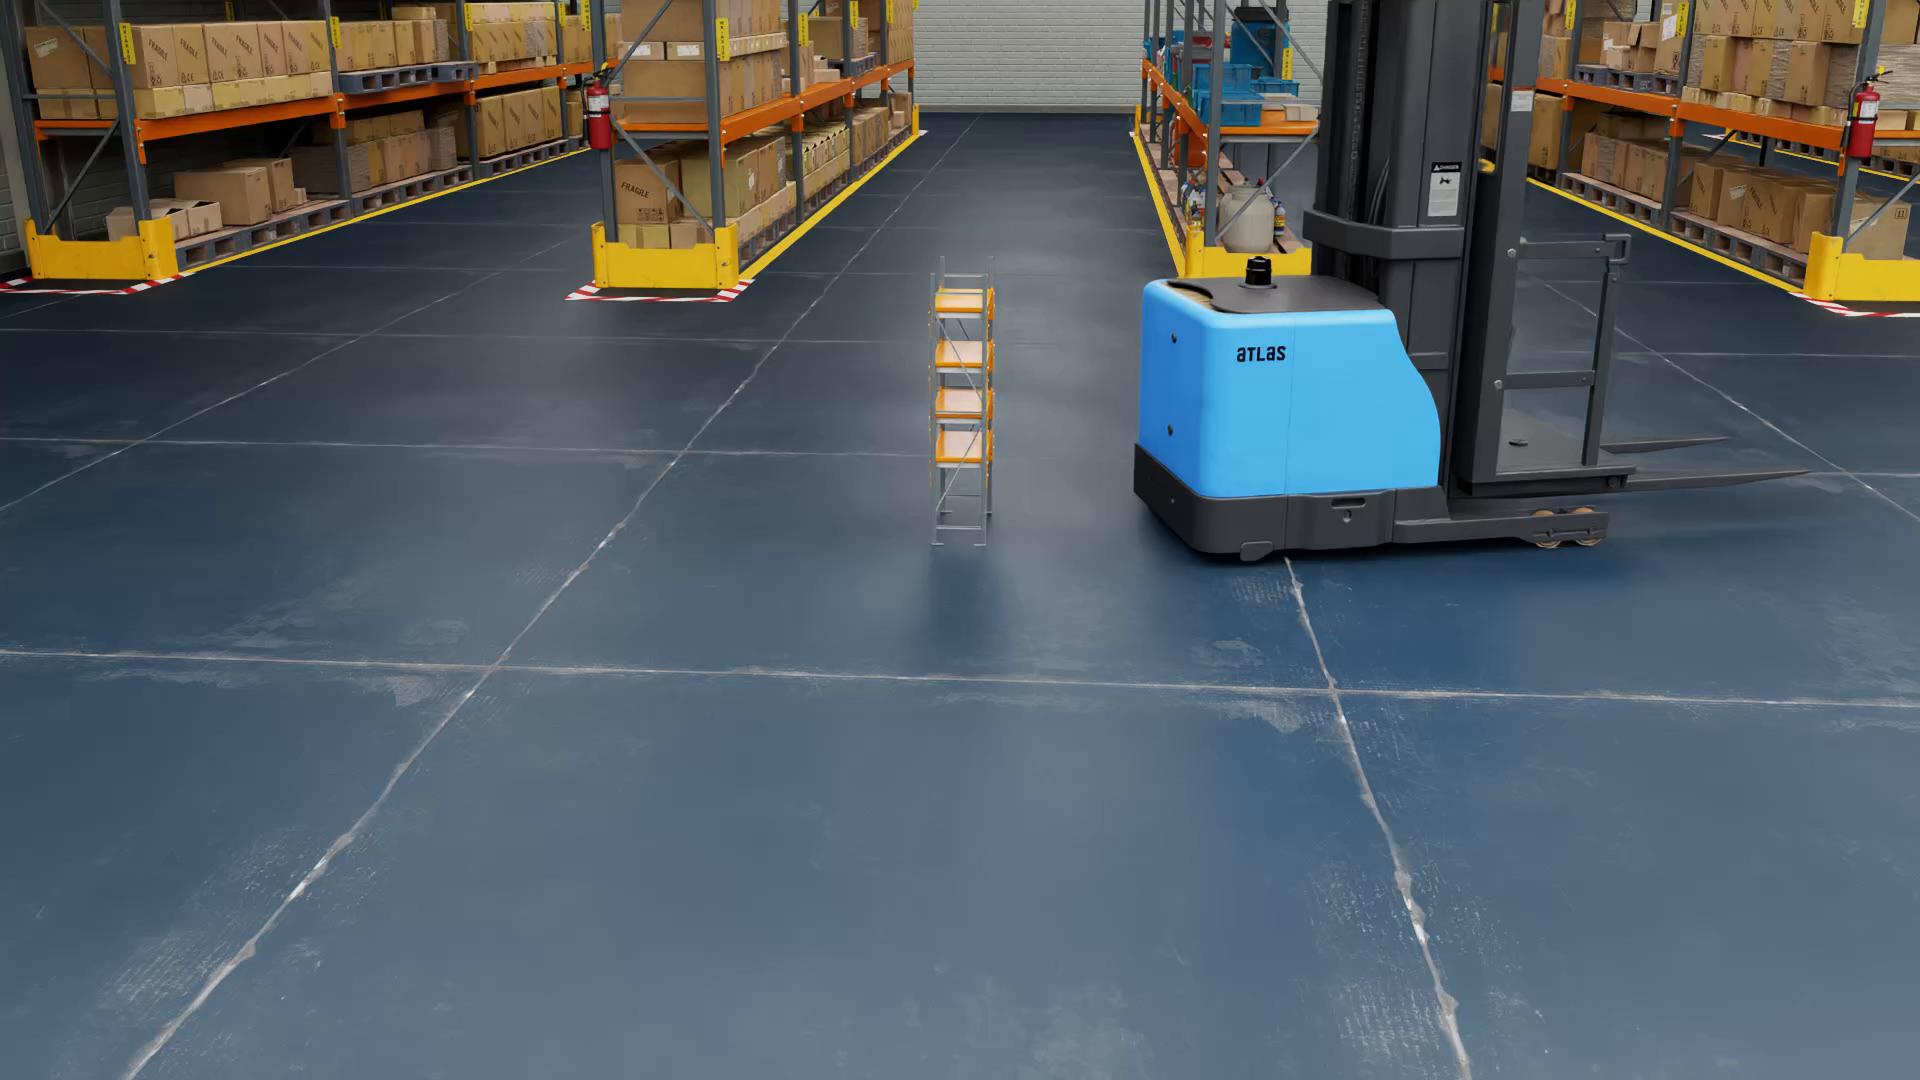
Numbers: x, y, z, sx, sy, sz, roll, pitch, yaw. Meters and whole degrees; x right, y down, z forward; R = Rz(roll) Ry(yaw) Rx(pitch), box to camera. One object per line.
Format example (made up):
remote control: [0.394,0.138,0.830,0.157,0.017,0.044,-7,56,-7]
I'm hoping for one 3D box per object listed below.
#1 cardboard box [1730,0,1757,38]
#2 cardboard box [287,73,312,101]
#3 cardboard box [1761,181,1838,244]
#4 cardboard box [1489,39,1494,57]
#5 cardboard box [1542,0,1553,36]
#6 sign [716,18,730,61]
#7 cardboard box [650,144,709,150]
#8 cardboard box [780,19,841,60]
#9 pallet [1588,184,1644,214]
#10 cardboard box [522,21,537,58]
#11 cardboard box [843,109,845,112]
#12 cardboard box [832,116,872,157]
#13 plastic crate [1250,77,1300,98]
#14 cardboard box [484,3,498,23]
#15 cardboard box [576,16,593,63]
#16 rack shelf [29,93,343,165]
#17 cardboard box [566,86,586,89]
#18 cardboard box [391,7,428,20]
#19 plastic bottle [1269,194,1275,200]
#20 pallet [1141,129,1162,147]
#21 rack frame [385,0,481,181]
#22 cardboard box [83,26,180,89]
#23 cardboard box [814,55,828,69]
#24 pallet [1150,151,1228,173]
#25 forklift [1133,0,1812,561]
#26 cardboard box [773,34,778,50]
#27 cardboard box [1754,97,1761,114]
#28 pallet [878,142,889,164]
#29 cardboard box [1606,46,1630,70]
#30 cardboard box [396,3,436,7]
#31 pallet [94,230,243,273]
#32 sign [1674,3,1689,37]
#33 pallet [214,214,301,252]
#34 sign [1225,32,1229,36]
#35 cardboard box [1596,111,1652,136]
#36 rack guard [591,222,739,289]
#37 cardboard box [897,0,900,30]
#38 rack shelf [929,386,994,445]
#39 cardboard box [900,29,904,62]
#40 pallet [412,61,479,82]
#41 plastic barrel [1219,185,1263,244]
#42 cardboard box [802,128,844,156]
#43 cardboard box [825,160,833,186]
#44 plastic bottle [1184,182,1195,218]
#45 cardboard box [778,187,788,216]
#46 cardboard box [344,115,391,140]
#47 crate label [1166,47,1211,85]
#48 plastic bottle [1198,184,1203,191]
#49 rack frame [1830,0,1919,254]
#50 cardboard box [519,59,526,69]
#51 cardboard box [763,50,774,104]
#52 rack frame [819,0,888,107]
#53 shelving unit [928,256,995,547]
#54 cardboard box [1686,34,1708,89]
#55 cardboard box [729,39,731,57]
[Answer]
cardboard box: [7.356,-4.816,15.060,0.500,0.500,0.500,1,18,4]
cardboard box: [-6.885,-4.558,16.726,0.500,0.250,0.500,1,18,4]
cardboard box: [7.559,-2.940,14.919,0.500,0.500,0.500,3,18,9]
cardboard box: [8.056,-7.294,24.630,0.500,0.250,0.500,1,18,3]
cardboard box: [8.158,-7.001,22.199,0.797,0.503,0.637,2,18,6]
sign: [-1.902,-4.011,13.331,0.100,0.325,0.005,1,18,4]
cardboard box: [-2.619,-3.465,15.719,0.500,0.500,0.500,1,18,4]
cardboard box: [-1.949,-6.507,21.628,0.700,0.500,0.500,-5,19,-15]
pallet: [7.851,-3.893,18.966,1.003,0.211,1.213,1,18,4]
cardboard box: [-6.389,-7.148,23.750,0.500,0.500,0.500,1,18,4]
cardboard box: [-1.900,-6.014,24.268,0.500,0.500,0.500,2,18,5]
cardboard box: [-1.491,-5.536,22.808,0.500,0.500,0.500,1,18,3]
plastic crate: [2.963,-4.287,15.927,0.499,0.251,0.616,1,18,4]
cardboard box: [-6.495,-7.028,22.179,0.500,0.250,0.500,1,18,3]
cardboard box: [-6.423,-7.950,26.387,0.980,0.700,0.700,1,18,3]
rack shelf: [-7.253,-3.965,15.863,1.077,0.370,4.000,1,18,4]
cardboard box: [-6.462,-7.485,27.747,0.380,0.149,0.250,2,18,5]
cardboard box: [-6.826,-6.528,20.618,0.380,0.149,0.250,-2,18,-5]
plastic bottle: [2.961,-3.205,16.056,0.152,0.276,0.135,2,18,5]
pallet: [3.444,-6.476,26.848,1.003,0.211,1.213,1,18,4]
rack frame: [-6.823,-6.171,21.438,1.000,3.000,0.127,1,18,4]
cardboard box: [-7.062,-4.122,14.191,0.500,0.500,0.500,1,18,4]
cardboard box: [-1.951,-5.907,20.776,0.500,0.311,0.500,2,18,7]
pallet: [3.164,-5.248,23.101,1.003,0.211,1.213,1,18,4]
forklift: [2.392,-1.512,7.330,3.031,2.935,1.130,-4,18,-11]
cardboard box: [-2.010,-4.927,16.441,0.380,0.149,0.250,1,18,2]
cardboard box: [7.330,-3.872,14.827,0.380,0.149,0.250,1,18,4]
pallet: [-1.616,-5.725,24.556,1.003,0.211,1.213,1,18,4]
cardboard box: [7.649,-5.452,18.811,0.500,0.250,0.500,1,18,2]
cardboard box: [-7.049,-6.872,21.704,0.500,0.250,0.500,2,18,5]
pallet: [-7.297,-2.636,15.129,1.003,0.211,1.213,1,18,4]
sign: [7.158,-5.158,16.488,0.100,0.325,0.005,1,18,4]
pallet: [-7.207,-3.014,16.282,1.003,0.211,1.213,1,18,4]
sign: [3.894,-7.311,24.472,0.100,0.325,0.005,1,18,4]
cardboard box: [7.981,-5.008,19.993,0.500,0.250,0.500,2,18,6]
rack guard: [-2.457,-2.381,13.888,1.175,0.500,0.348,1,18,4]
cardboard box: [-1.207,-8.286,26.128,0.500,0.500,0.500,1,18,2]
rack shelf: [0.012,-0.558,7.414,0.258,0.148,0.480,1,18,4]
cardboard box: [-1.180,-7.976,26.786,0.500,0.500,0.500,1,18,3]
pallet: [-6.768,-5.856,20.785,1.213,0.211,1.003,1,18,4]
plastic barrel: [2.492,-2.844,14.606,0.421,0.512,0.421,0,18,0]
cardboard box: [-1.704,-4.891,20.373,0.500,0.311,0.500,1,18,3]
cardboard box: [-1.783,-4.309,19.499,0.500,0.250,0.500,2,18,5]
plastic bottle: [2.287,-3.358,16.400,0.144,0.351,0.185,1,18,2]
cardboard box: [-2.029,-3.408,16.748,0.500,0.250,0.500,1,18,4]
cardboard box: [-7.012,-4.834,19.460,0.500,0.250,0.500,1,18,2]
crate label: [2.718,-5.664,19.834,0.502,0.435,0.616,1,18,4]
plastic bottle: [2.422,-3.433,16.739,0.061,0.283,0.133,1,18,4]
rack frame: [7.425,-3.354,12.843,1.000,3.000,0.127,1,18,4]
cardboard box: [-6.413,-6.798,23.724,0.380,0.149,0.250,1,18,2]
cardboard box: [-2.225,-4.565,16.376,0.700,0.500,0.500,1,18,3]
rack frame: [-1.595,-7.304,24.895,1.000,3.000,0.127,1,18,4]
shelving unit: [0.012,-0.622,7.393,0.258,1.200,0.503,1,18,4]
cardboard box: [7.618,-4.647,16.150,0.875,0.500,0.500,1,18,4]
cardboard box: [-2.177,-4.209,14.249,0.380,0.149,0.250,1,18,4]
